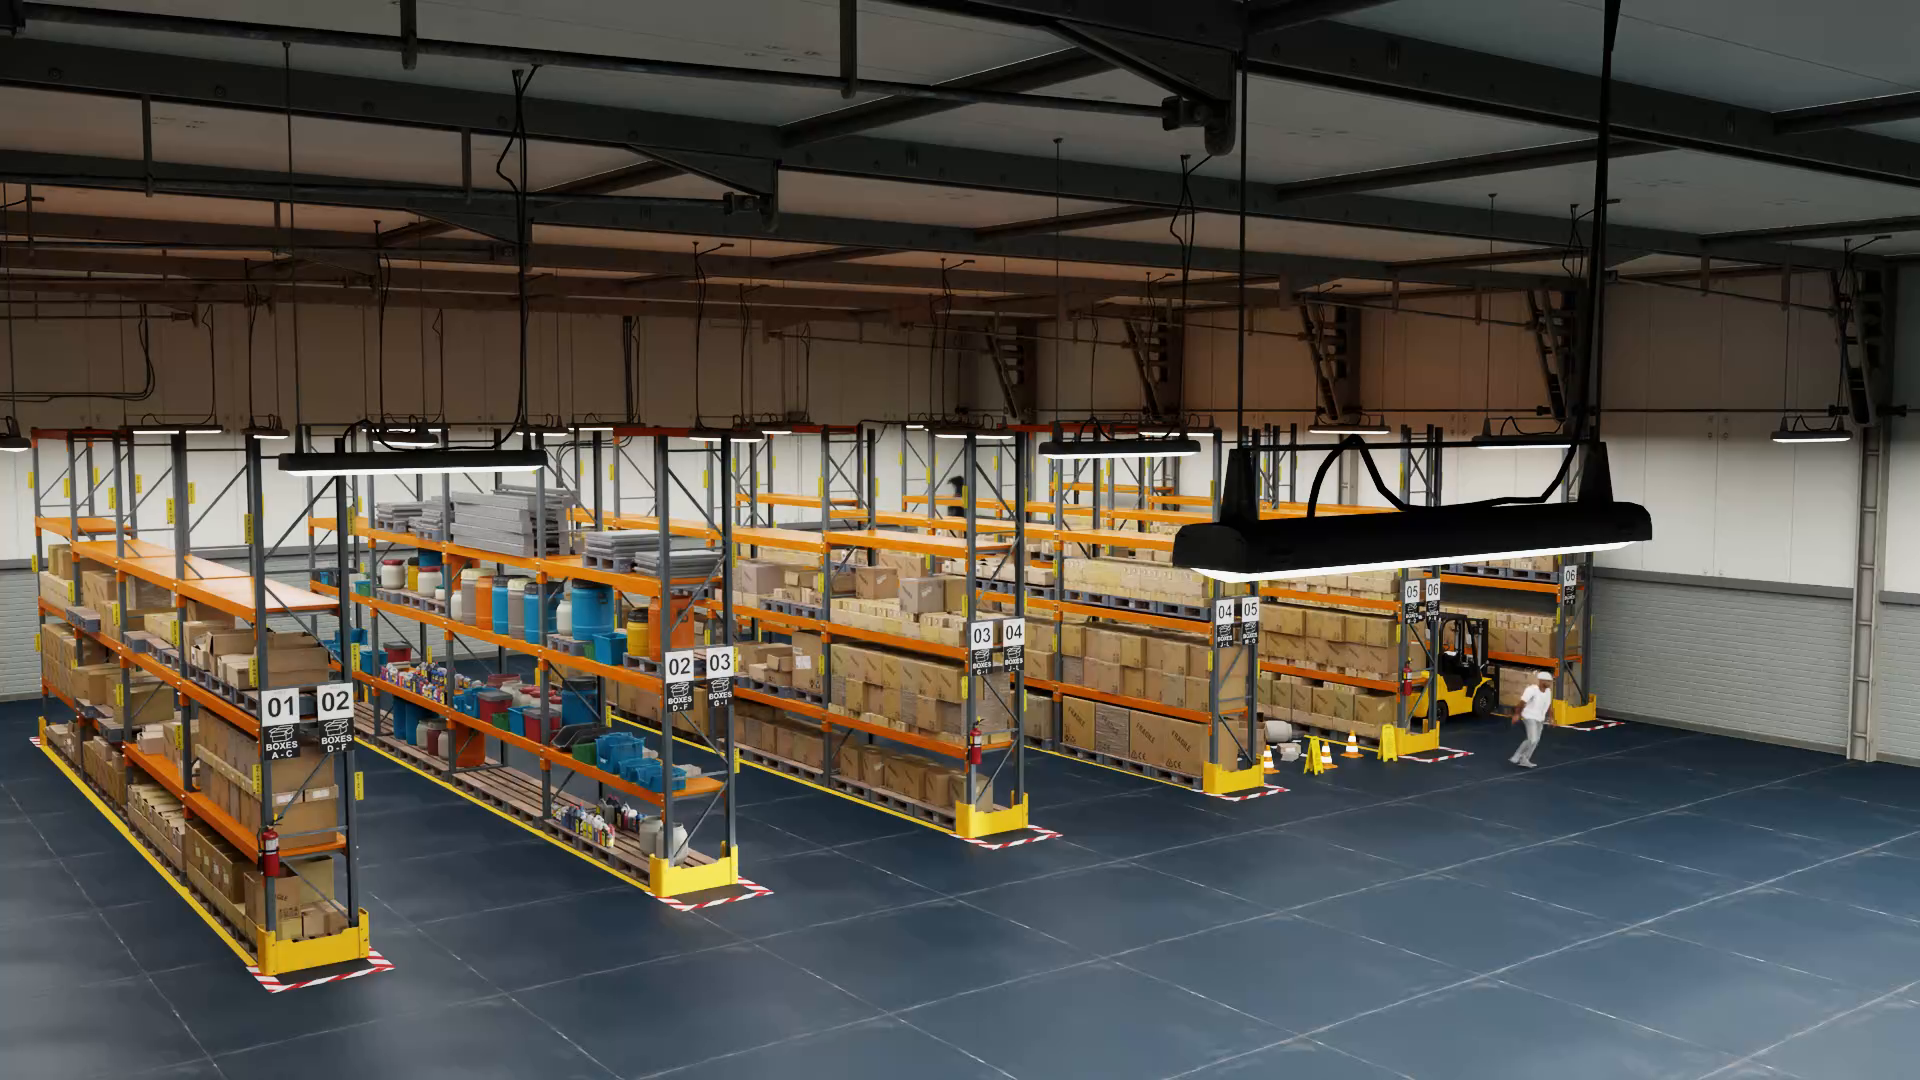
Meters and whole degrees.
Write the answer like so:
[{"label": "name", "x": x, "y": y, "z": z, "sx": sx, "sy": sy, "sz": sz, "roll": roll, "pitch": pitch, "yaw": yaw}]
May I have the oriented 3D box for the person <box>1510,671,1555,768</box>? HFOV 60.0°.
[{"label": "person", "x": 10.143, "y": 3.167, "z": 29.383, "sx": 0.711, "sy": 1.731, "sz": 0.604, "roll": -3, "pitch": 5, "yaw": -33}]
